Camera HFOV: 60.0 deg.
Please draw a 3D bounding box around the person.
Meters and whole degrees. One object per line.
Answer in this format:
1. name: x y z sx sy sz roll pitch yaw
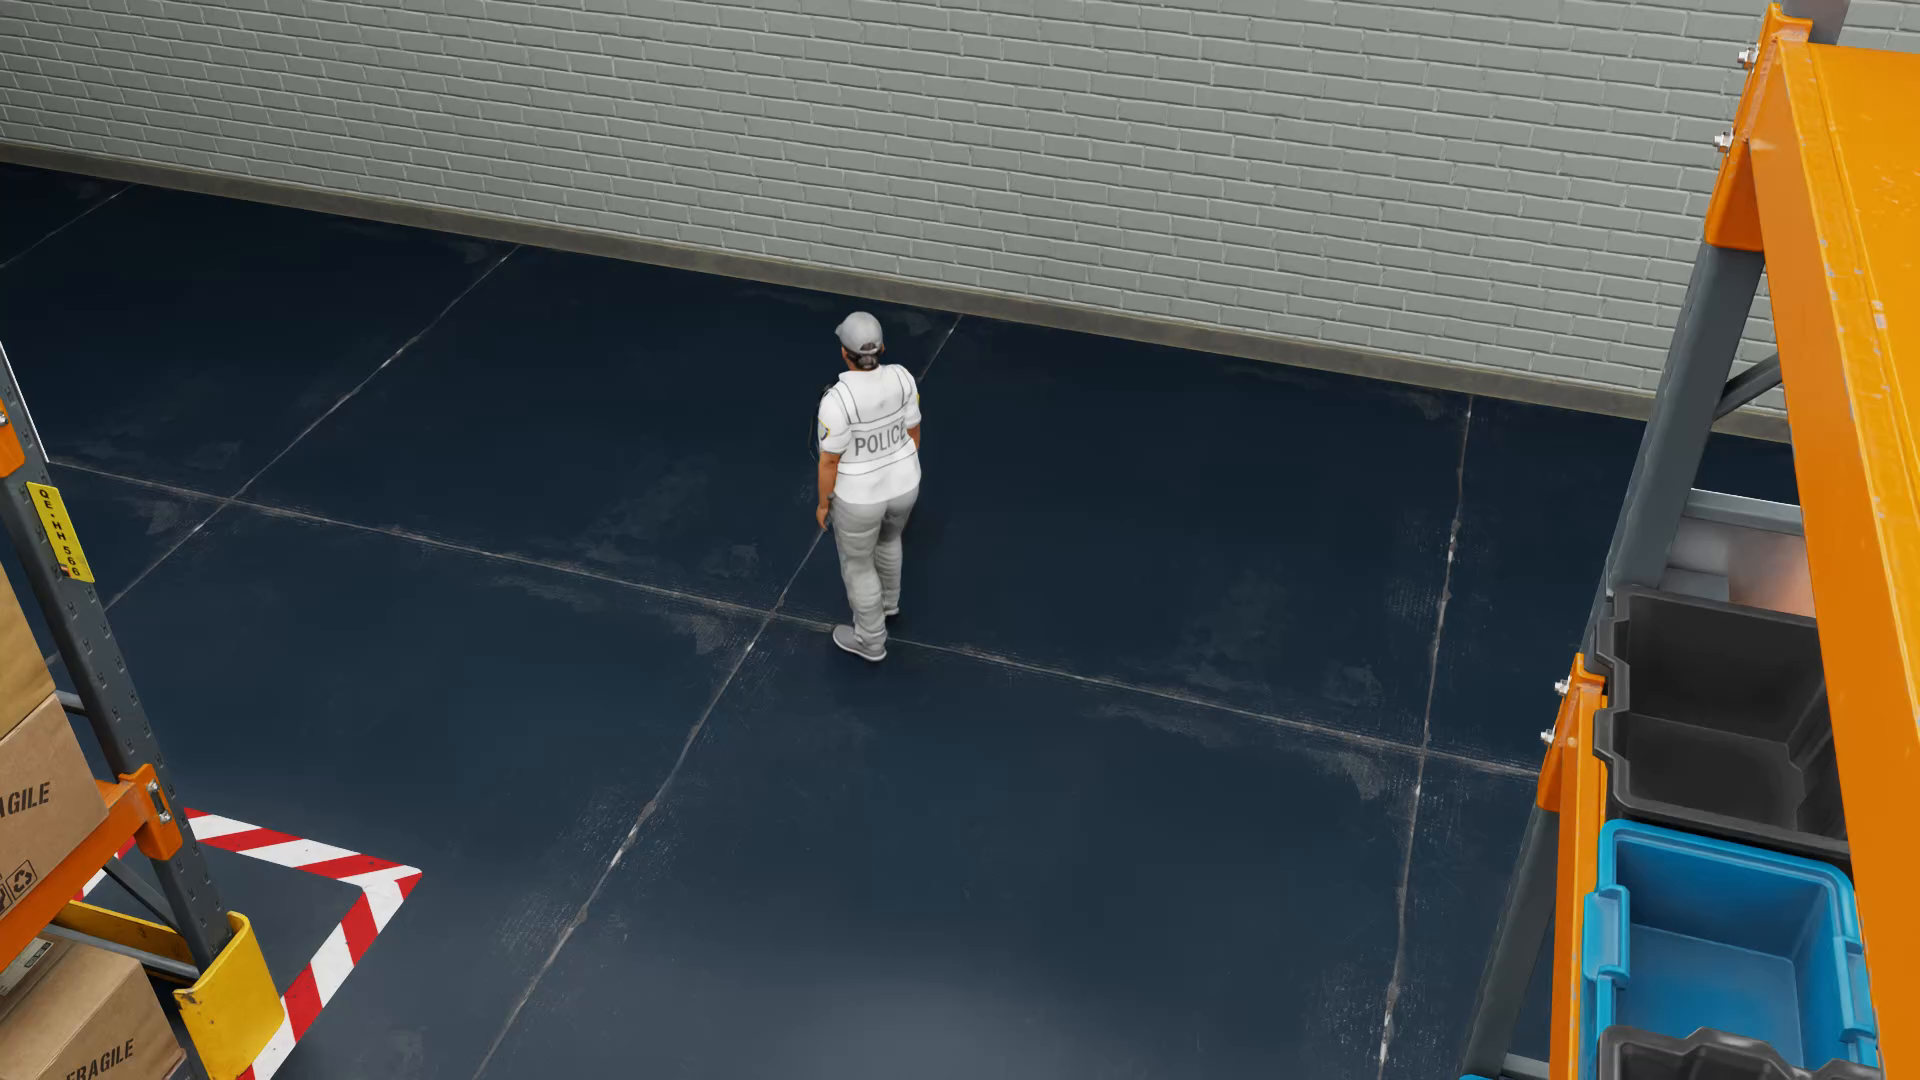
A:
1. person: -0.434 -0.236 7.226 0.489 1.707 0.521 -26 44 -30
